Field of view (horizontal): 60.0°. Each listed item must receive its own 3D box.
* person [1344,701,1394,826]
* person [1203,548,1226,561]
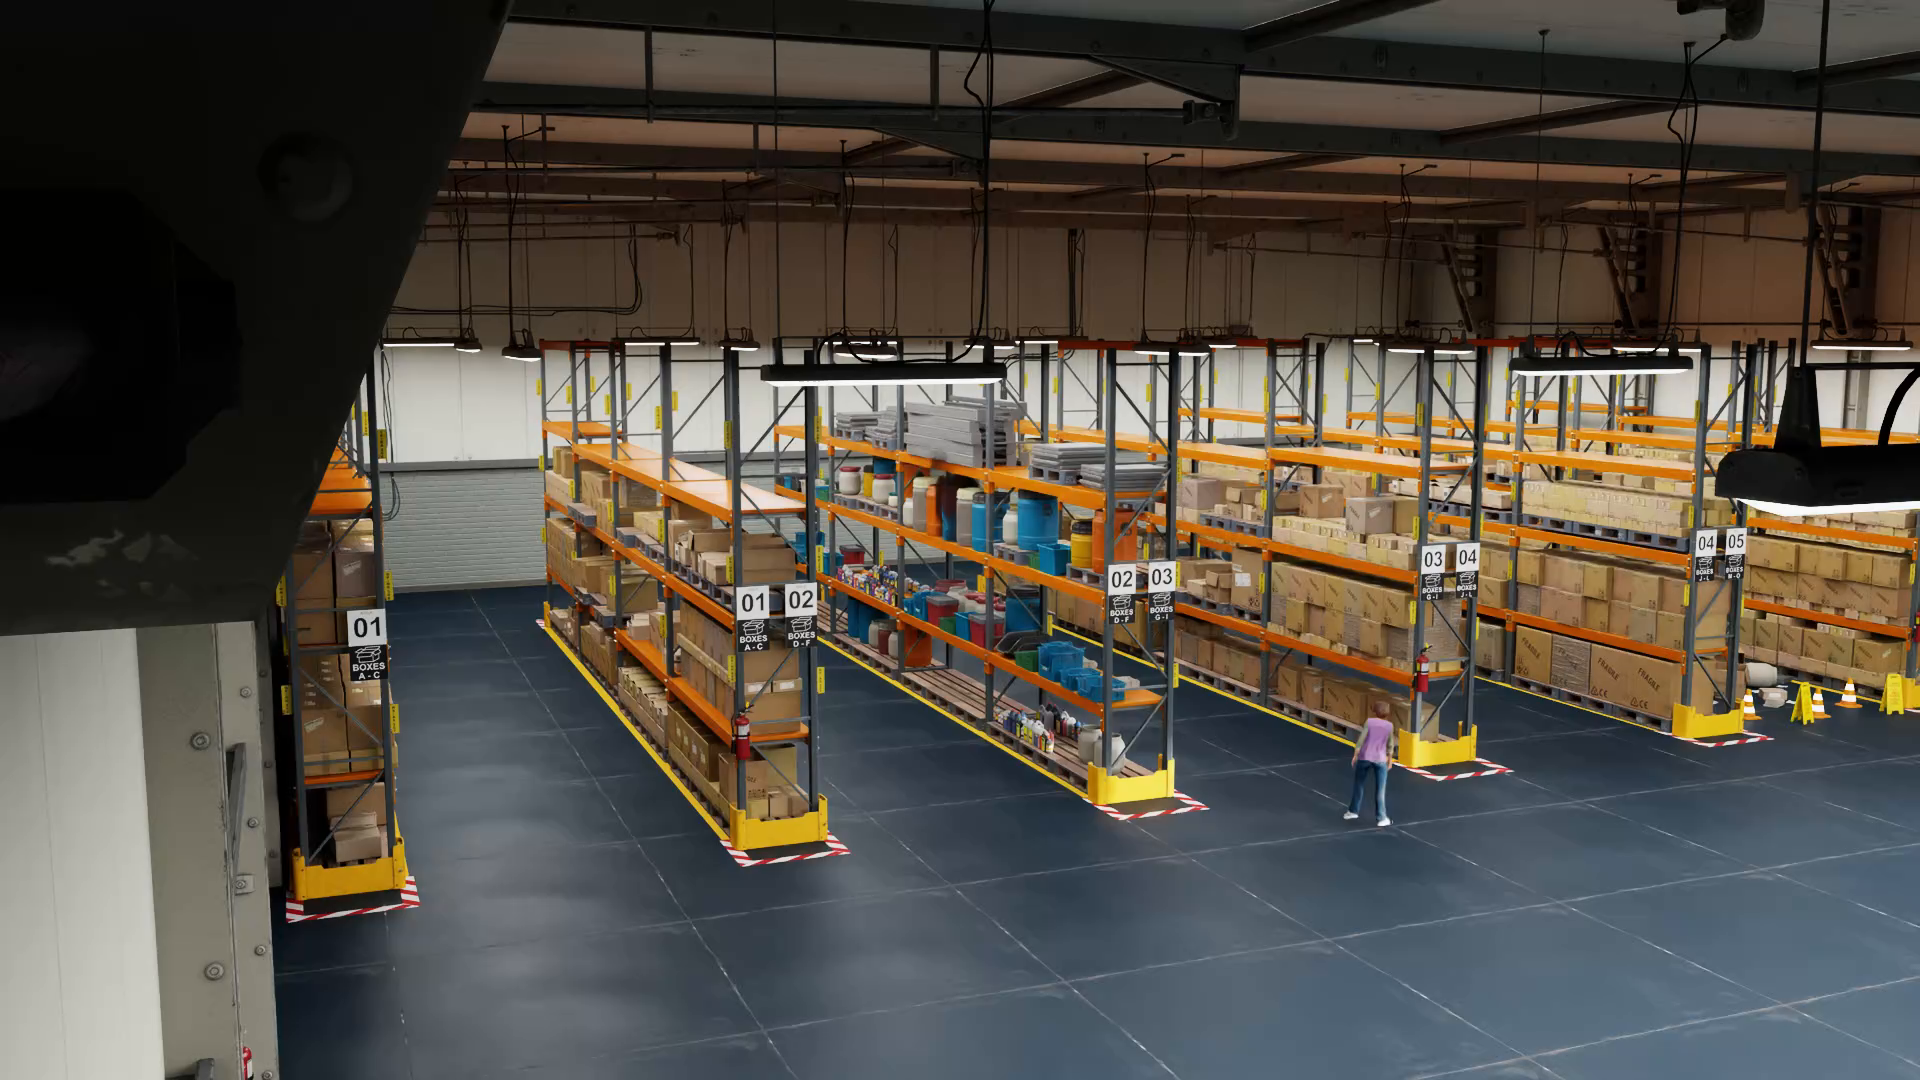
[{"bbox_3d":[5.190,2.820,21.105,0.605,1.607,0.459,2,8,17],"label":"person"},{"bbox_3d":[6.326,0.079,41.704,0.984,1.620,0.566,0,7,0],"label":"person"}]
